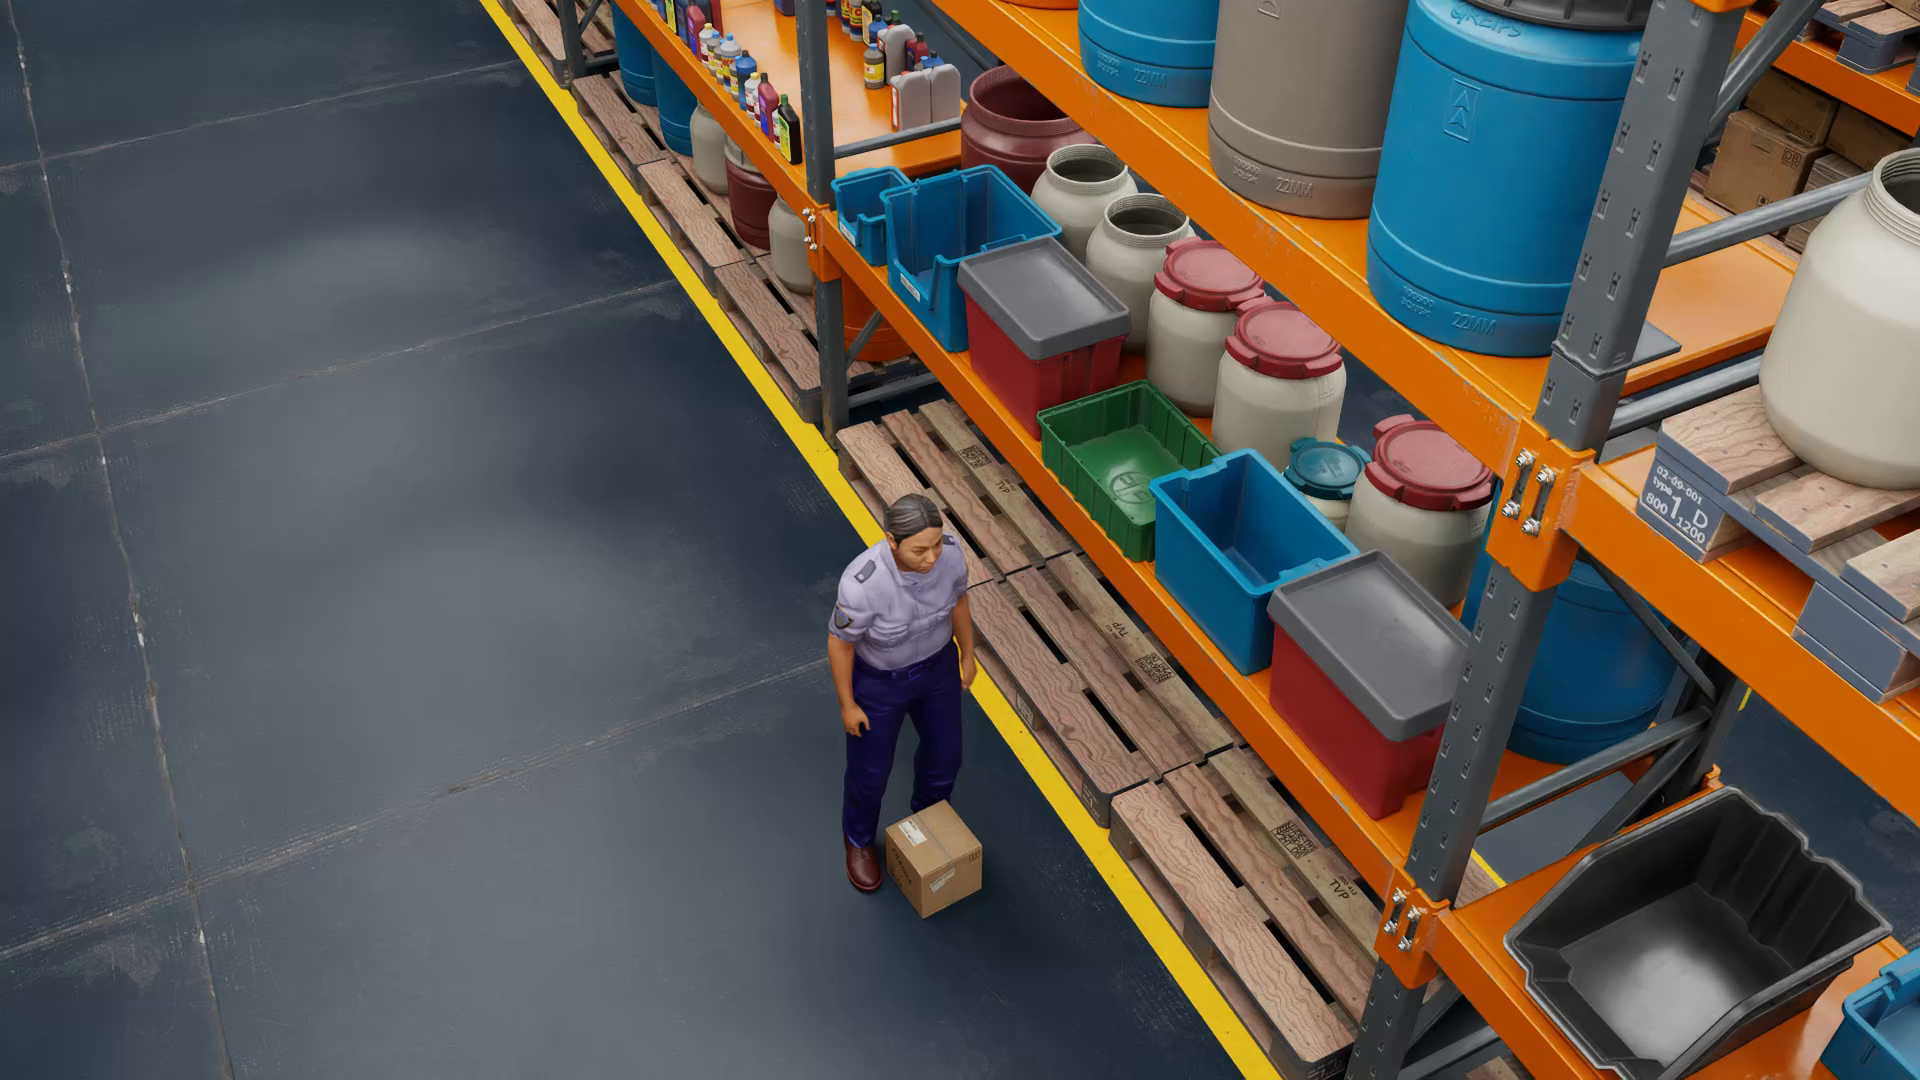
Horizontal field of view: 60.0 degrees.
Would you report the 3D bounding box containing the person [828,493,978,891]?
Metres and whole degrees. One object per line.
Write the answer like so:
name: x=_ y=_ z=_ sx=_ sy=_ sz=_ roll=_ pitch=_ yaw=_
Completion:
person: x=-0.186 y=0.488 z=5.613 sx=0.564 sy=1.652 sz=0.420 roll=-21 pitch=46 yaw=-22
